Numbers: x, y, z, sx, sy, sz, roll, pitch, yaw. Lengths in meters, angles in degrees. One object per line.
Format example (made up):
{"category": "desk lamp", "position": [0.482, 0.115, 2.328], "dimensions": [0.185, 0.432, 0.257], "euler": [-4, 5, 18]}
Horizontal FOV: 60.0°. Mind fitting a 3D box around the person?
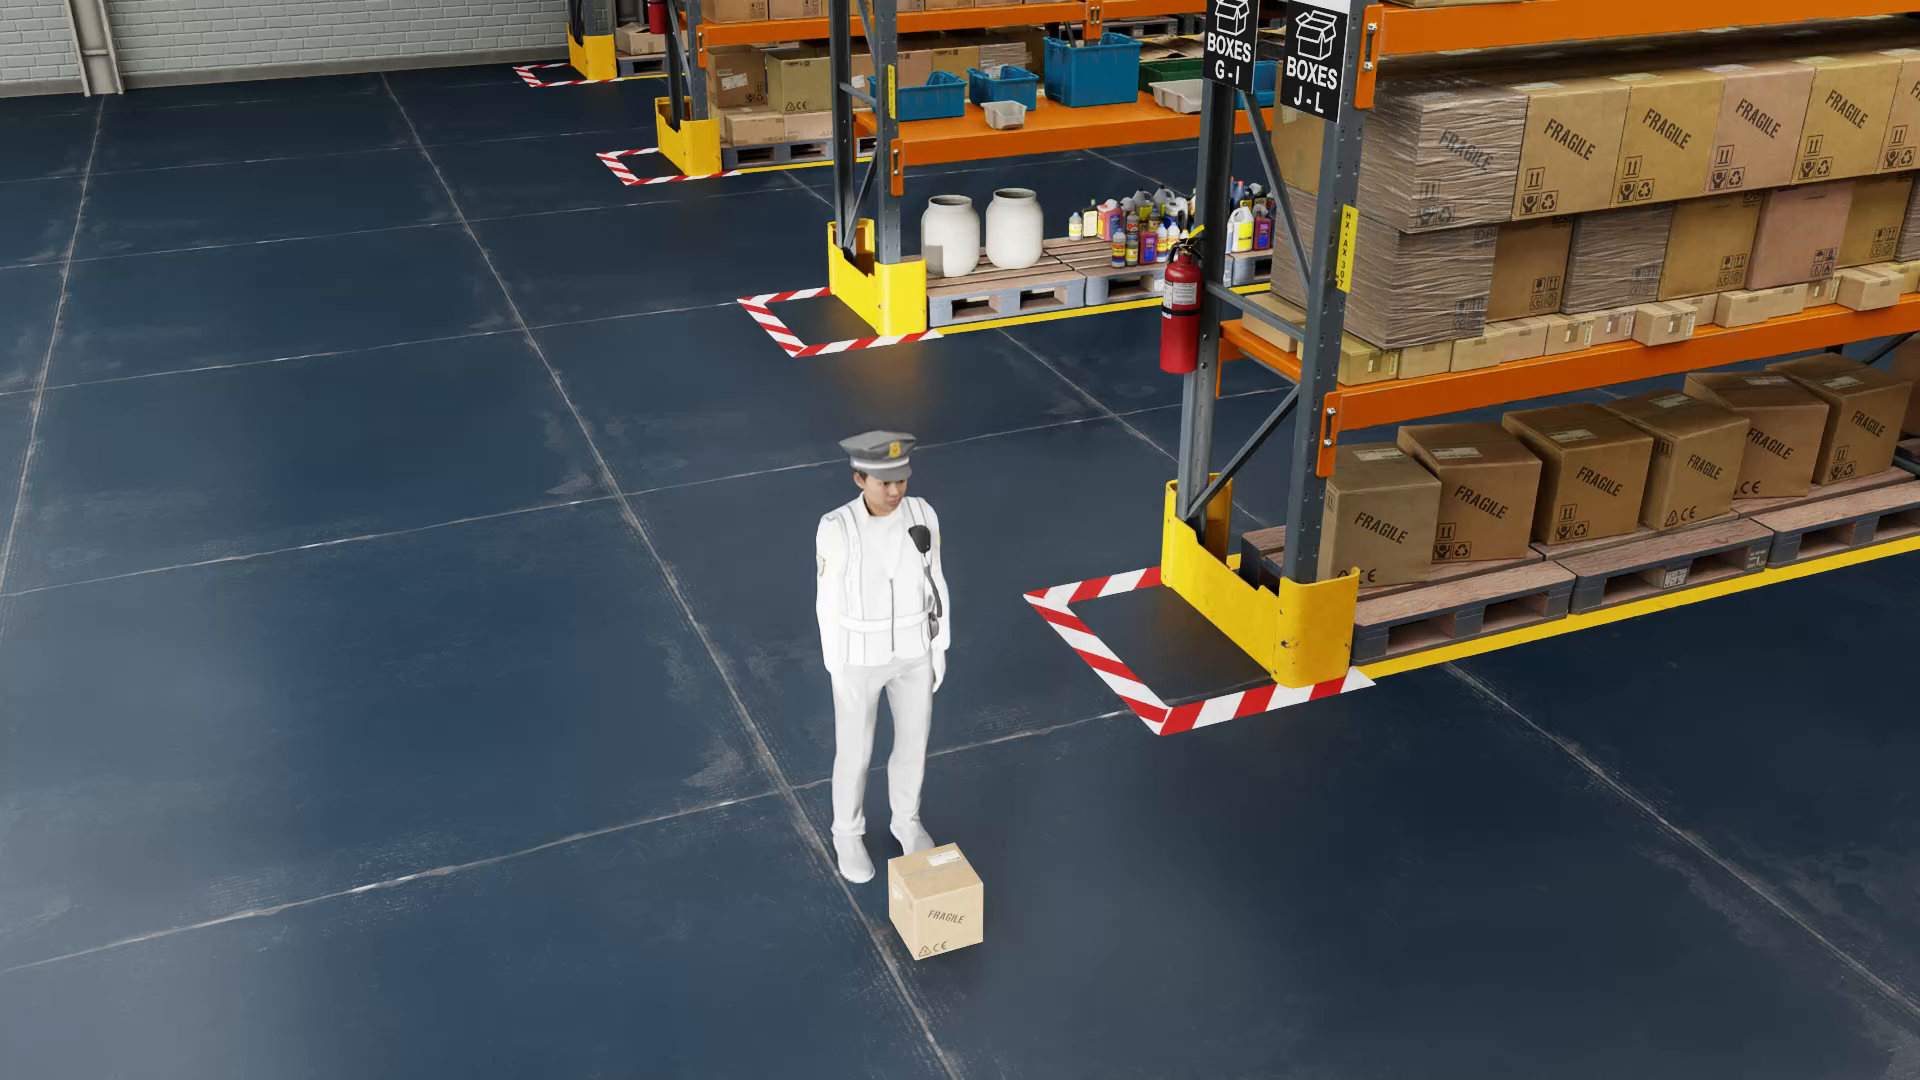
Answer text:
{"category": "person", "position": [-0.253, 0.408, 5.776], "dimensions": [0.467, 1.683, 0.337], "euler": [-10, 28, -19]}
